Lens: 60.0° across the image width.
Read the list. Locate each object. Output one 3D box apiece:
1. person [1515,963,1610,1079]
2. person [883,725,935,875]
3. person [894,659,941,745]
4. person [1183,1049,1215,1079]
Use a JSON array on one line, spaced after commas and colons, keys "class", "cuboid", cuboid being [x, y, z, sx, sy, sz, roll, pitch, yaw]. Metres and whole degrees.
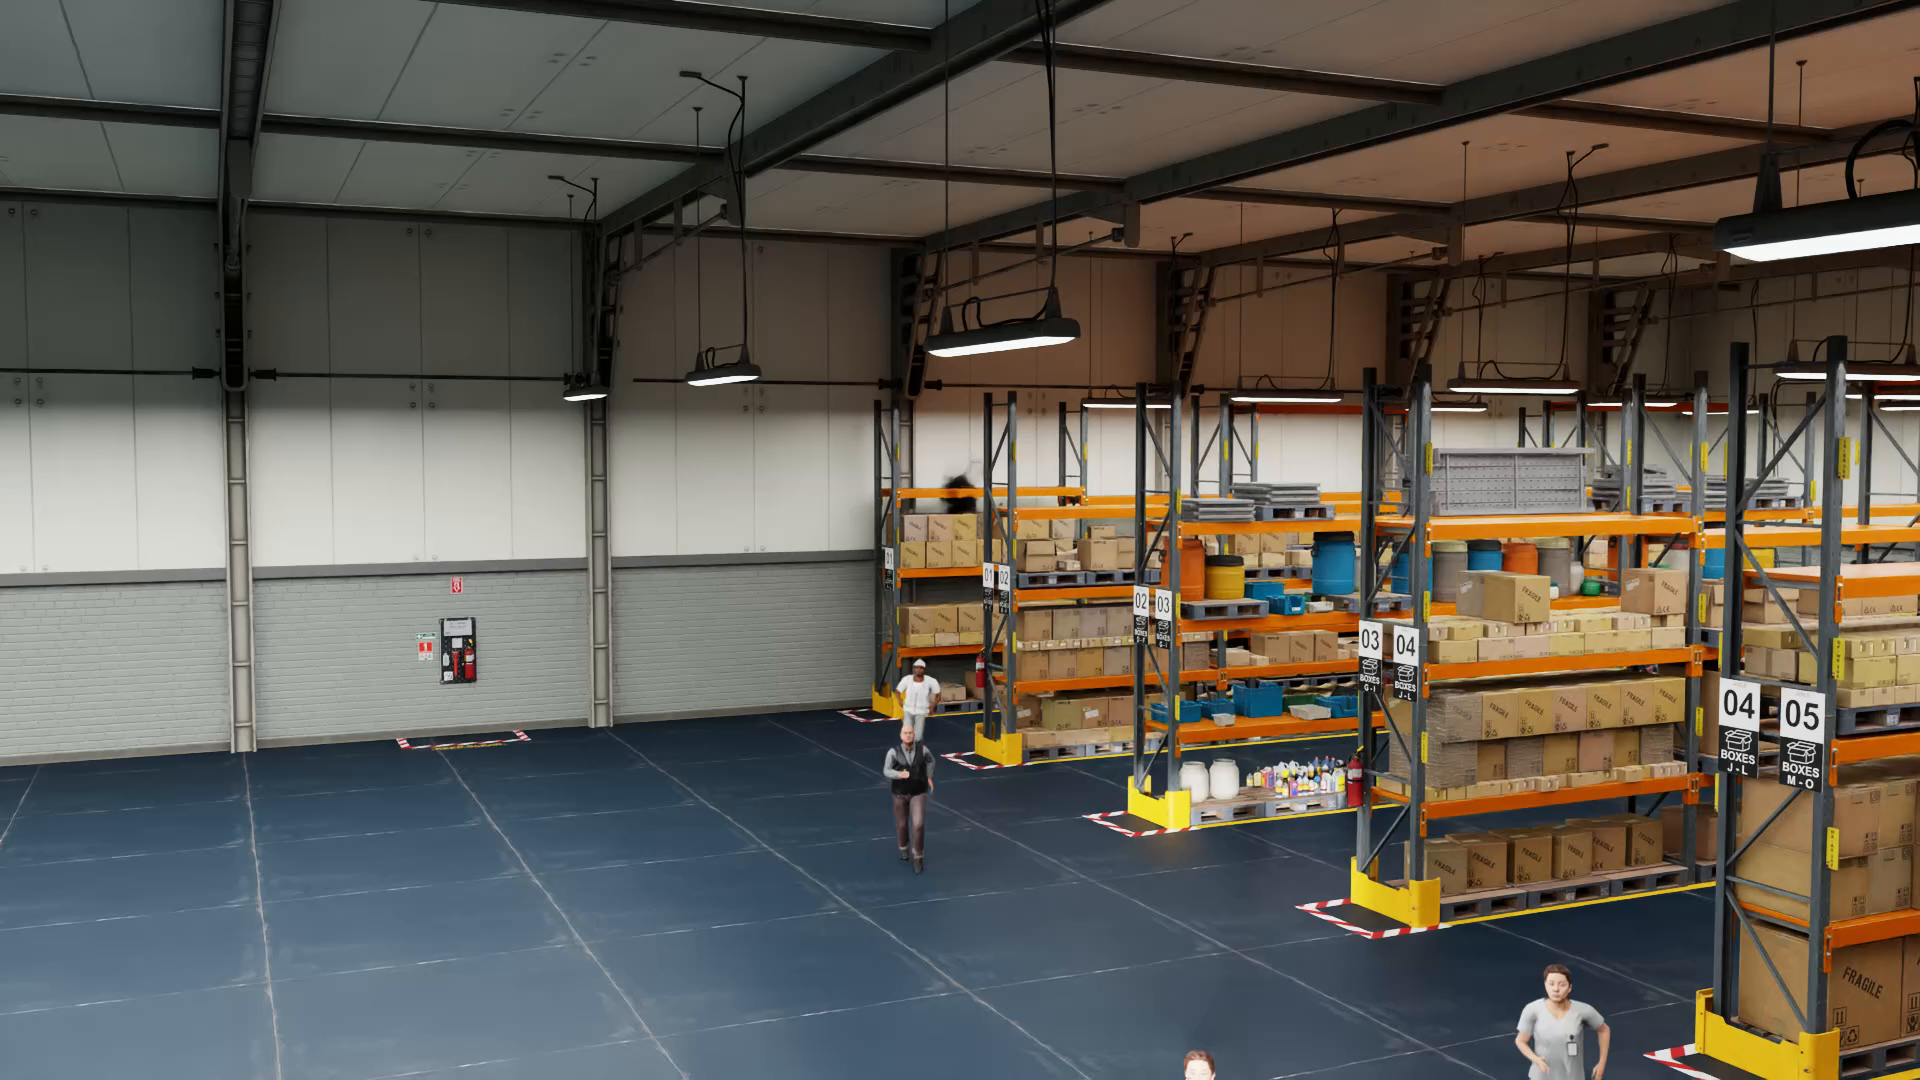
[{"class": "person", "cuboid": [4.032, 3.691, 11.170, 0.577, 1.712, 0.712, 2, 4, 26]}, {"class": "person", "cuboid": [-0.614, 3.130, 20.176, 0.622, 1.773, 0.759, 0, 3, 0]}, {"class": "person", "cuboid": [-0.692, 2.760, 26.700, 0.745, 1.707, 0.625, 0, 3, 8]}, {"class": "person", "cuboid": [1.370, 3.784, 9.679, 0.574, 1.624, 0.528, 1, 3, 12]}]
